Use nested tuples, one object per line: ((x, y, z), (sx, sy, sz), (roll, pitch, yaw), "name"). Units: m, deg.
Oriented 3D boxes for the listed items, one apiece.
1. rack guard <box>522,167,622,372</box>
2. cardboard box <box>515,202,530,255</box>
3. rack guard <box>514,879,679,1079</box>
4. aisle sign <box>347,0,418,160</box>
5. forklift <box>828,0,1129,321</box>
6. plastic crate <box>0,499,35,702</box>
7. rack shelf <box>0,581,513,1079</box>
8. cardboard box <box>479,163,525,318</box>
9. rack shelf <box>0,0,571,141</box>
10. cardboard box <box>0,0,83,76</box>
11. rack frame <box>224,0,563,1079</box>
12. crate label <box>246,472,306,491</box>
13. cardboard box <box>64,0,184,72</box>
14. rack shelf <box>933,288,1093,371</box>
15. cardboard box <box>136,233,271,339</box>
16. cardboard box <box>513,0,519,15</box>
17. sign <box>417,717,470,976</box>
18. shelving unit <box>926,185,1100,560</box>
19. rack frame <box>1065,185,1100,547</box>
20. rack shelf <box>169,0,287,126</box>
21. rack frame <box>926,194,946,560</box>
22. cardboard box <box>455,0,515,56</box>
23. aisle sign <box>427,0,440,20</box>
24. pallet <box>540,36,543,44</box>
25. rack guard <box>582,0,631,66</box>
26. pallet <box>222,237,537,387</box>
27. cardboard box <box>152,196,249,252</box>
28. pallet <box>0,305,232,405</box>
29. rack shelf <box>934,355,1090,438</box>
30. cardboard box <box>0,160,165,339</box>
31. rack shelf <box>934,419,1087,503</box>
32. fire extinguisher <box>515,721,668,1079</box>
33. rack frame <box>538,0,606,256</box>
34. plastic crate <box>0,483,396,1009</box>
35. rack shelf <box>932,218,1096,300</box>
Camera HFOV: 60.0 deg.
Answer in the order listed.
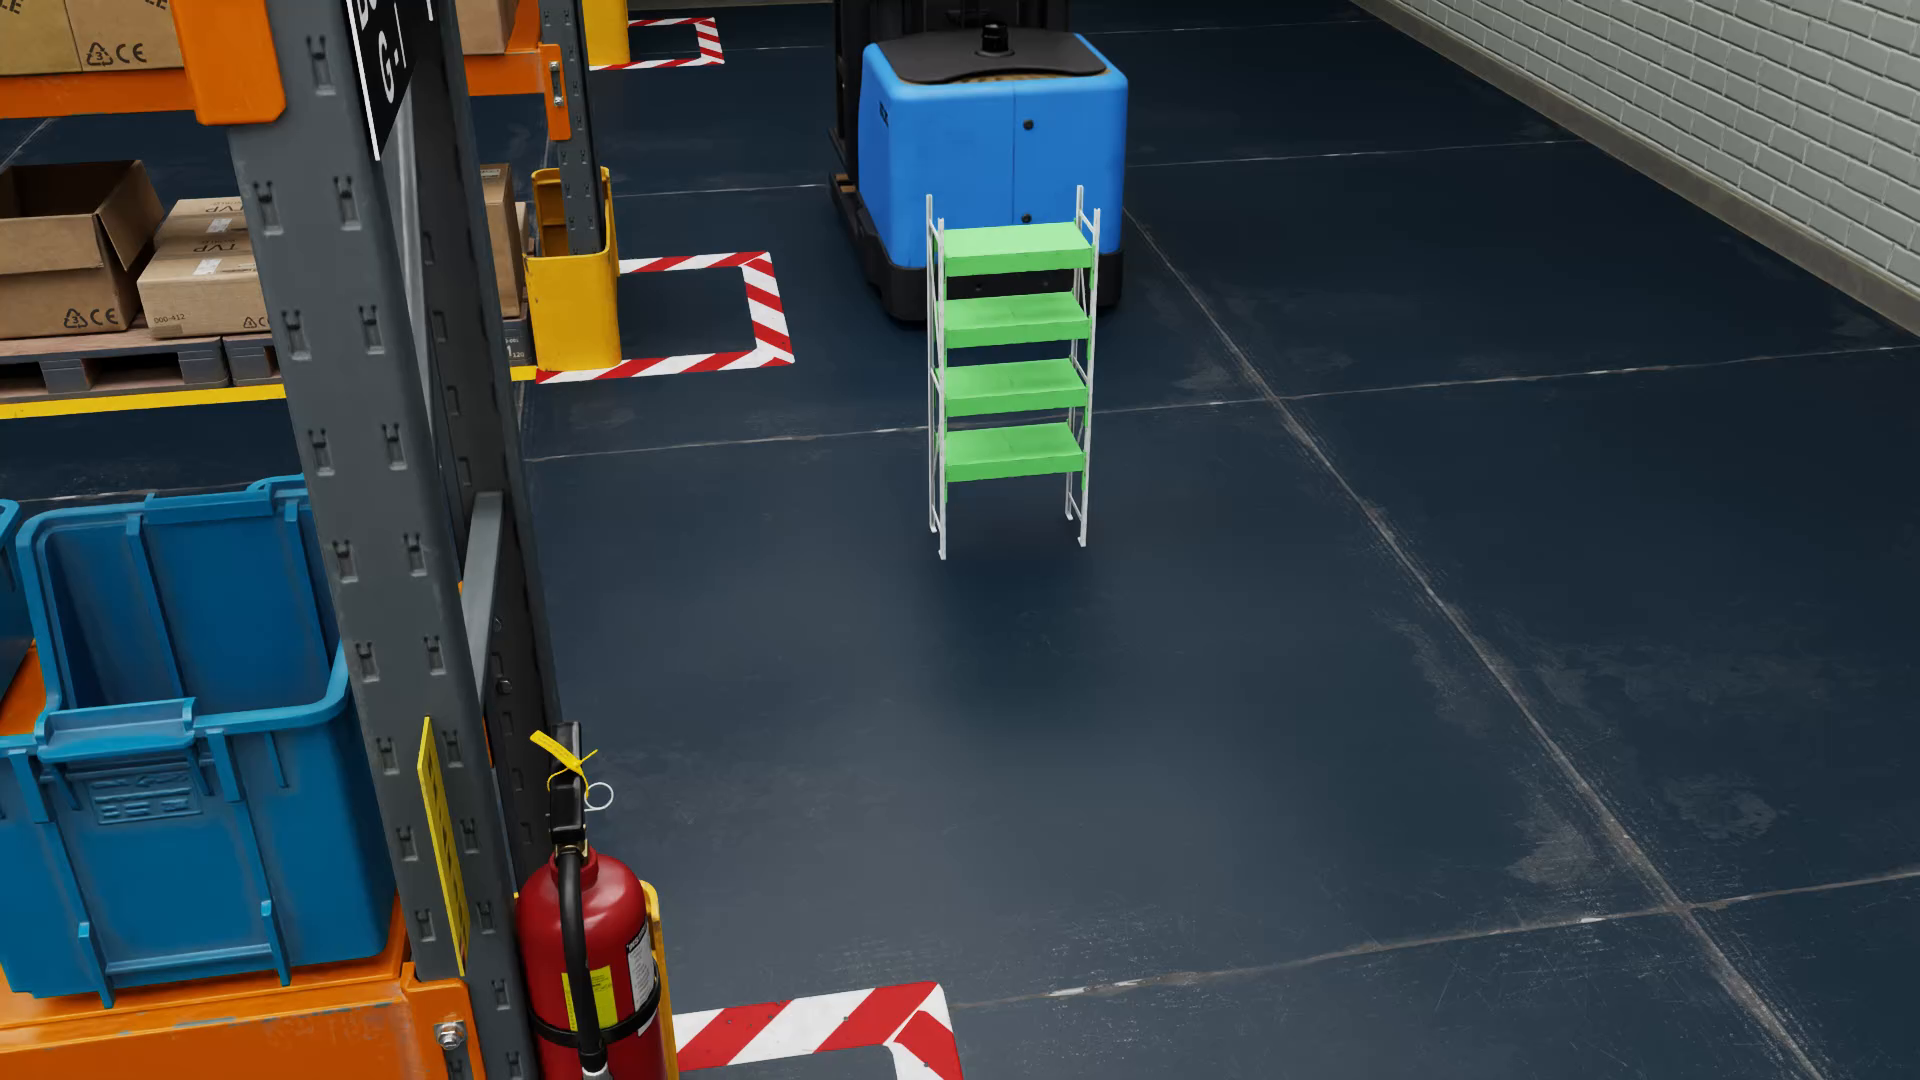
((-1.696, -1.216, 7.326), (0.348, 0.500, 1.175), (-5, 31, -9), "rack guard")
((-2.095, -1.395, 7.541), (0.250, 0.149, 0.380), (-5, 31, -9), "cardboard box")
((-0.712, 1.238, 3.151), (0.348, 0.500, 1.175), (-5, 31, -9), "rack guard")
((-0.610, -0.812, 1.607), (0.004, 0.787, 0.394), (-5, 31, -9), "aisle sign")
((-0.072, -2.948, 7.872), (1.130, 2.935, 3.031), (-6, 31, -10), "forklift")
((-1.683, 0.134, 2.669), (0.300, 0.233, 0.416), (-5, 31, -9), "plastic crate")
((-2.700, 0.662, 2.375), (4.000, 0.370, 1.077), (-5, 31, -9), "rack shelf")
((-2.112, -1.241, 6.933), (0.500, 0.500, 0.500), (-5, 31, -9), "cardboard box")
((-3.589, -1.808, 6.576), (4.000, 0.370, 1.077), (-5, 31, -9), "rack shelf")
((-3.510, -2.030, 6.144), (0.500, 0.500, 0.500), (-6, 31, -10), "cardboard box")
((-0.733, 0.171, 2.500), (0.053, 2.616, 0.949), (-5, 31, -9), "rack frame")
((-1.035, 0.074, 2.771), (0.303, 0.233, 0.416), (-5, 31, -9), "crate label")
((-3.015, -2.075, 6.222), (0.500, 0.500, 0.500), (-5, 31, -9), "cardboard box")
((0.163, -0.684, 5.382), (0.480, 0.148, 0.258), (-5, 31, -9), "rack shelf")
((-3.052, -1.061, 6.874), (0.500, 0.250, 0.500), (-5, 31, -9), "cardboard box")
((-2.106, -2.435, 6.833), (0.500, 0.500, 0.500), (-5, 31, -8), "cardboard box")
((-0.618, 0.372, 1.998), (0.005, 0.325, 0.100), (-5, 31, -9), "sign")
((0.163, -0.532, 5.472), (0.503, 1.200, 0.258), (-5, 31, -9), "shelving unit")
((0.403, -0.555, 5.509), (0.015, 1.200, 0.240), (-5, 31, -9), "rack frame")
((-2.700, -0.631, 1.615), (4.000, 0.370, 1.077), (-5, 31, -9), "rack shelf")
((-0.077, -0.510, 5.434), (0.015, 1.200, 0.240), (-5, 31, -9), "rack frame")
((-2.013, -2.167, 6.378), (0.500, 0.500, 0.500), (-4, 31, -7), "cardboard box")
((-0.716, -1.106, 2.107), (0.004, 0.787, 0.394), (-5, 31, -9), "aisle sign")
((-3.290, -3.456, 11.420), (1.213, 0.211, 1.003), (-5, 31, -9), "pallet")
((-2.494, -3.695, 11.541), (0.348, 0.500, 1.175), (-5, 31, -9), "rack guard")
((-2.480, -1.019, 7.274), (1.213, 0.211, 1.003), (-5, 31, -9), "pallet")
((-3.191, -1.306, 7.290), (0.500, 0.250, 0.500), (-5, 31, -9), "cardboard box")
((-3.678, -0.909, 7.088), (1.213, 0.211, 1.003), (-5, 31, -9), "pallet")
((0.163, -0.477, 5.504), (0.480, 0.148, 0.258), (-5, 31, -9), "rack shelf")
((-3.709, -1.223, 6.900), (0.637, 0.503, 0.797), (-5, 31, -9), "cardboard box")
((0.163, -0.270, 5.626), (0.480, 0.148, 0.258), (-5, 31, -9), "rack shelf")
((-0.503, 0.576, 2.255), (0.183, 0.674, 0.296), (-5, 31, -9), "fire extinguisher")
((-1.622, -2.301, 6.704), (0.127, 3.000, 1.000), (-5, 31, -9), "rack frame")
((-1.029, 0.252, 2.269), (0.499, 0.435, 0.616), (-5, 31, -9), "plastic crate")
((0.163, -0.891, 5.261), (0.480, 0.148, 0.258), (-5, 31, -9), "rack shelf")
